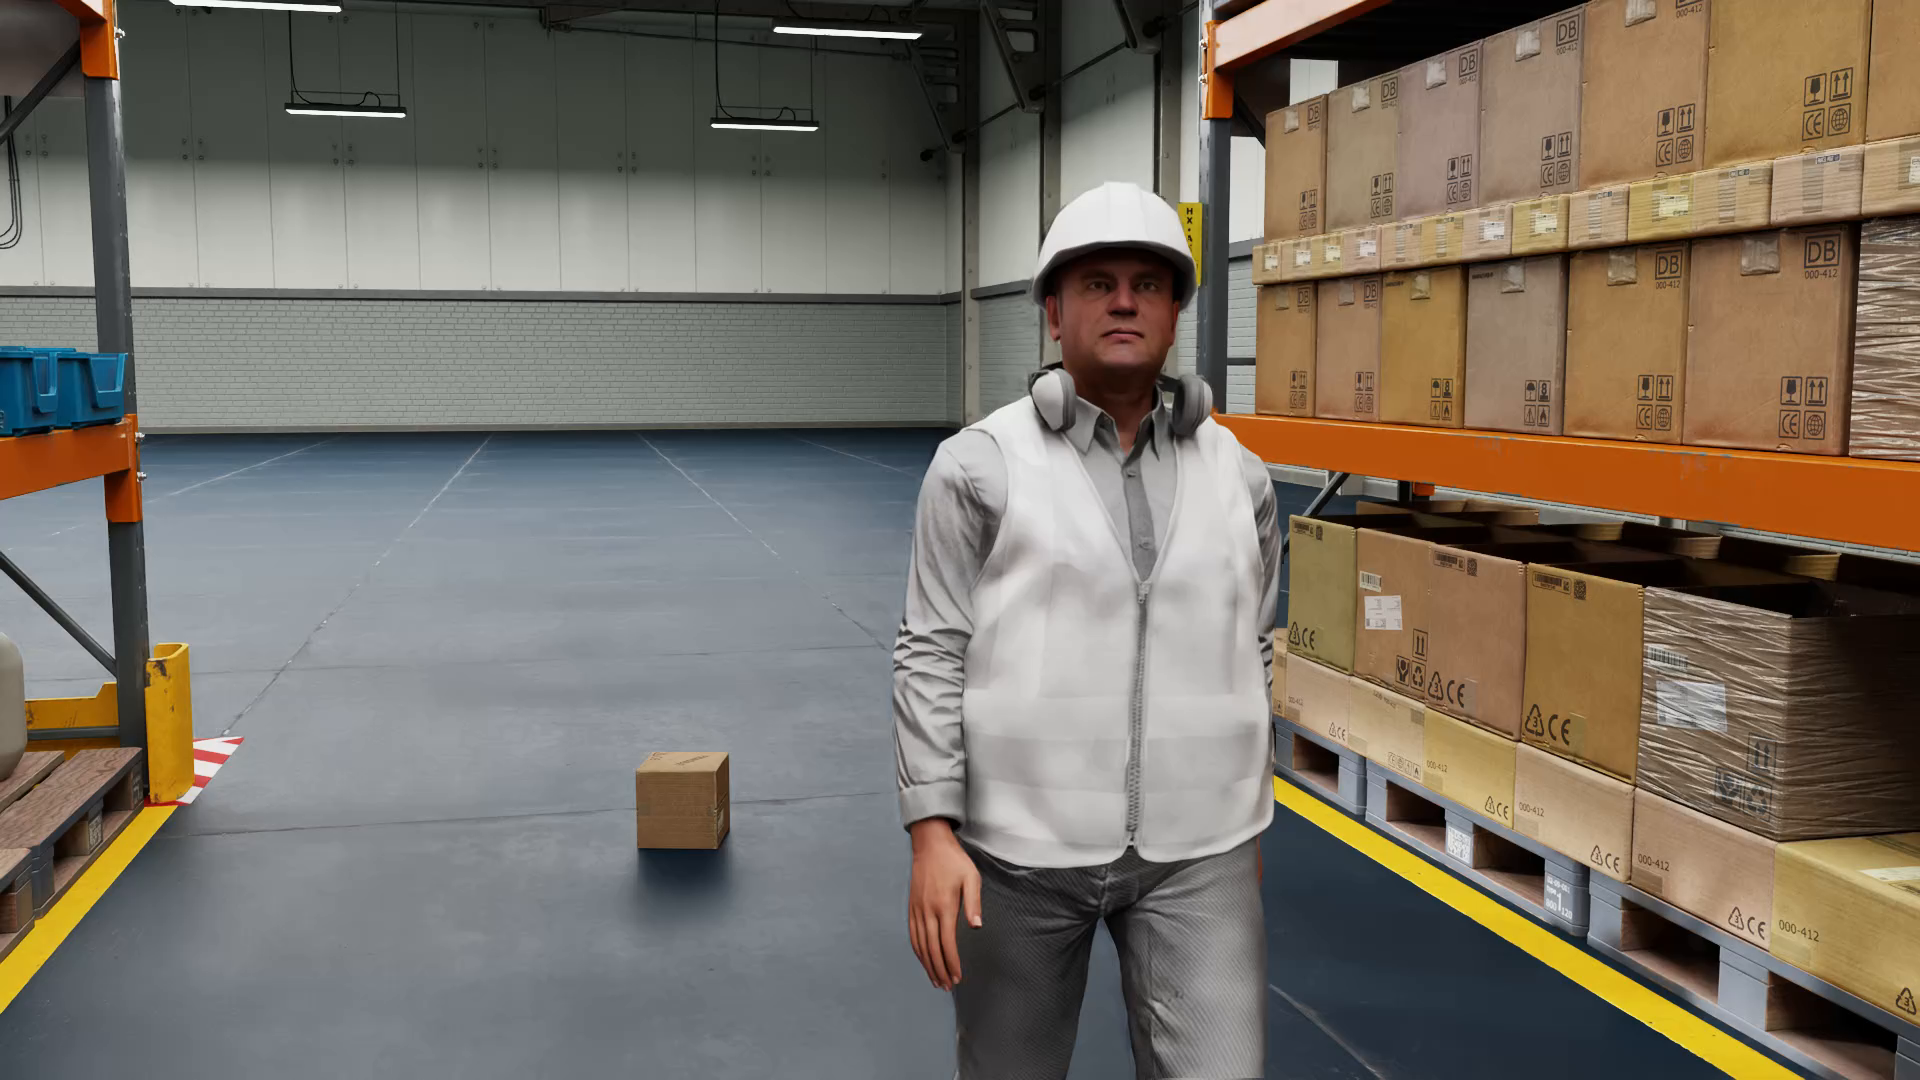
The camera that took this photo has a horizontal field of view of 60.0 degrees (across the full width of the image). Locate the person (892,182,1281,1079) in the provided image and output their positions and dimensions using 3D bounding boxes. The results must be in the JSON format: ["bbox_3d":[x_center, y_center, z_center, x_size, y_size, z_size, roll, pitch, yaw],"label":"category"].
[{"bbox_3d":[0.187,0.387,2.253,0.558,1.727,1.013,-1,6,-6],"label":"person"}]
